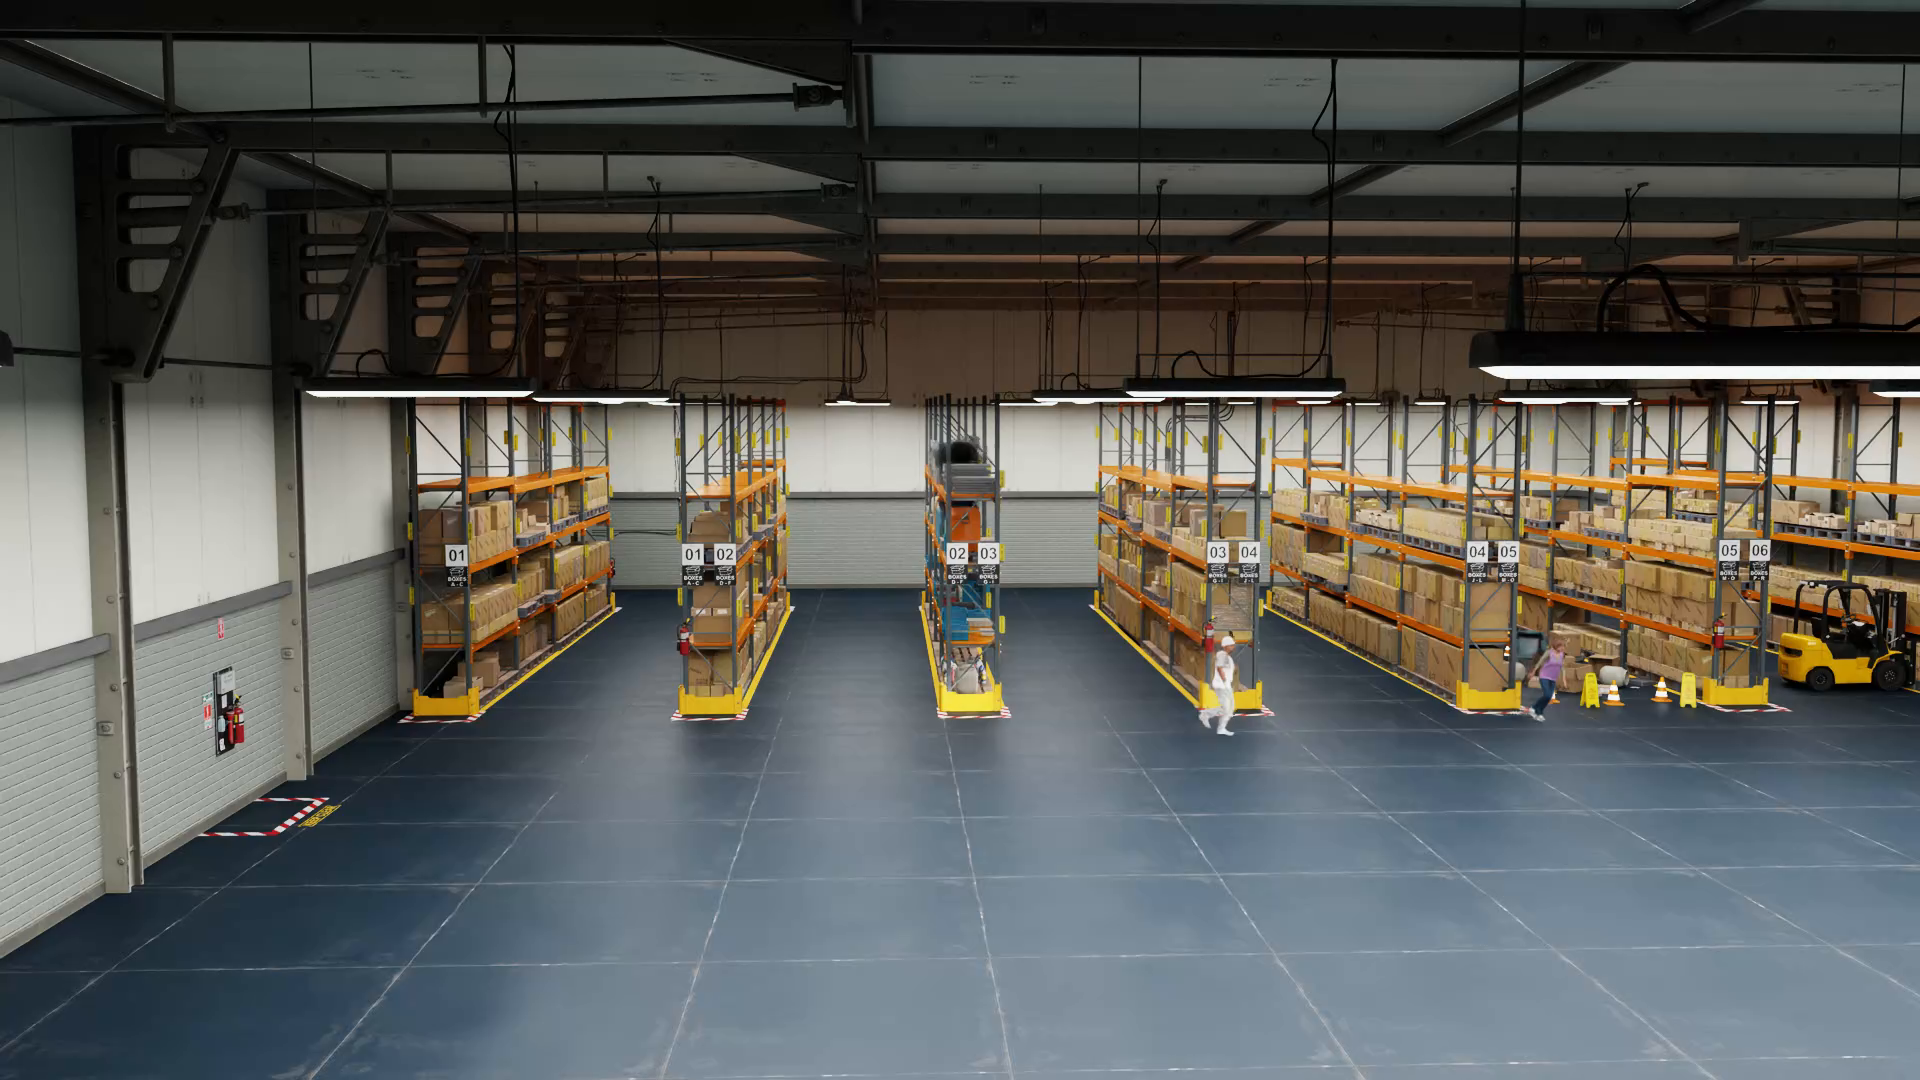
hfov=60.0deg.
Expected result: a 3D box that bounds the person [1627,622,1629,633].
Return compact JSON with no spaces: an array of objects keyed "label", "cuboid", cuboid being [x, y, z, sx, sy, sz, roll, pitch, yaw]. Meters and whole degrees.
[{"label":"person","cuboid":[16.887,1.558,41.658,0.634,1.724,0.974,-1,5,-13]}]

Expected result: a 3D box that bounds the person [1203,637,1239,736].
[{"label":"person","cuboid":[4.576,2.561,29.148,0.605,1.742,0.734,2,5,20]}]

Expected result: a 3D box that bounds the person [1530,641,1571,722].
[{"label":"person","cuboid":[10.796,2.574,30.358,0.553,1.513,0.592,-2,5,-26]}]
